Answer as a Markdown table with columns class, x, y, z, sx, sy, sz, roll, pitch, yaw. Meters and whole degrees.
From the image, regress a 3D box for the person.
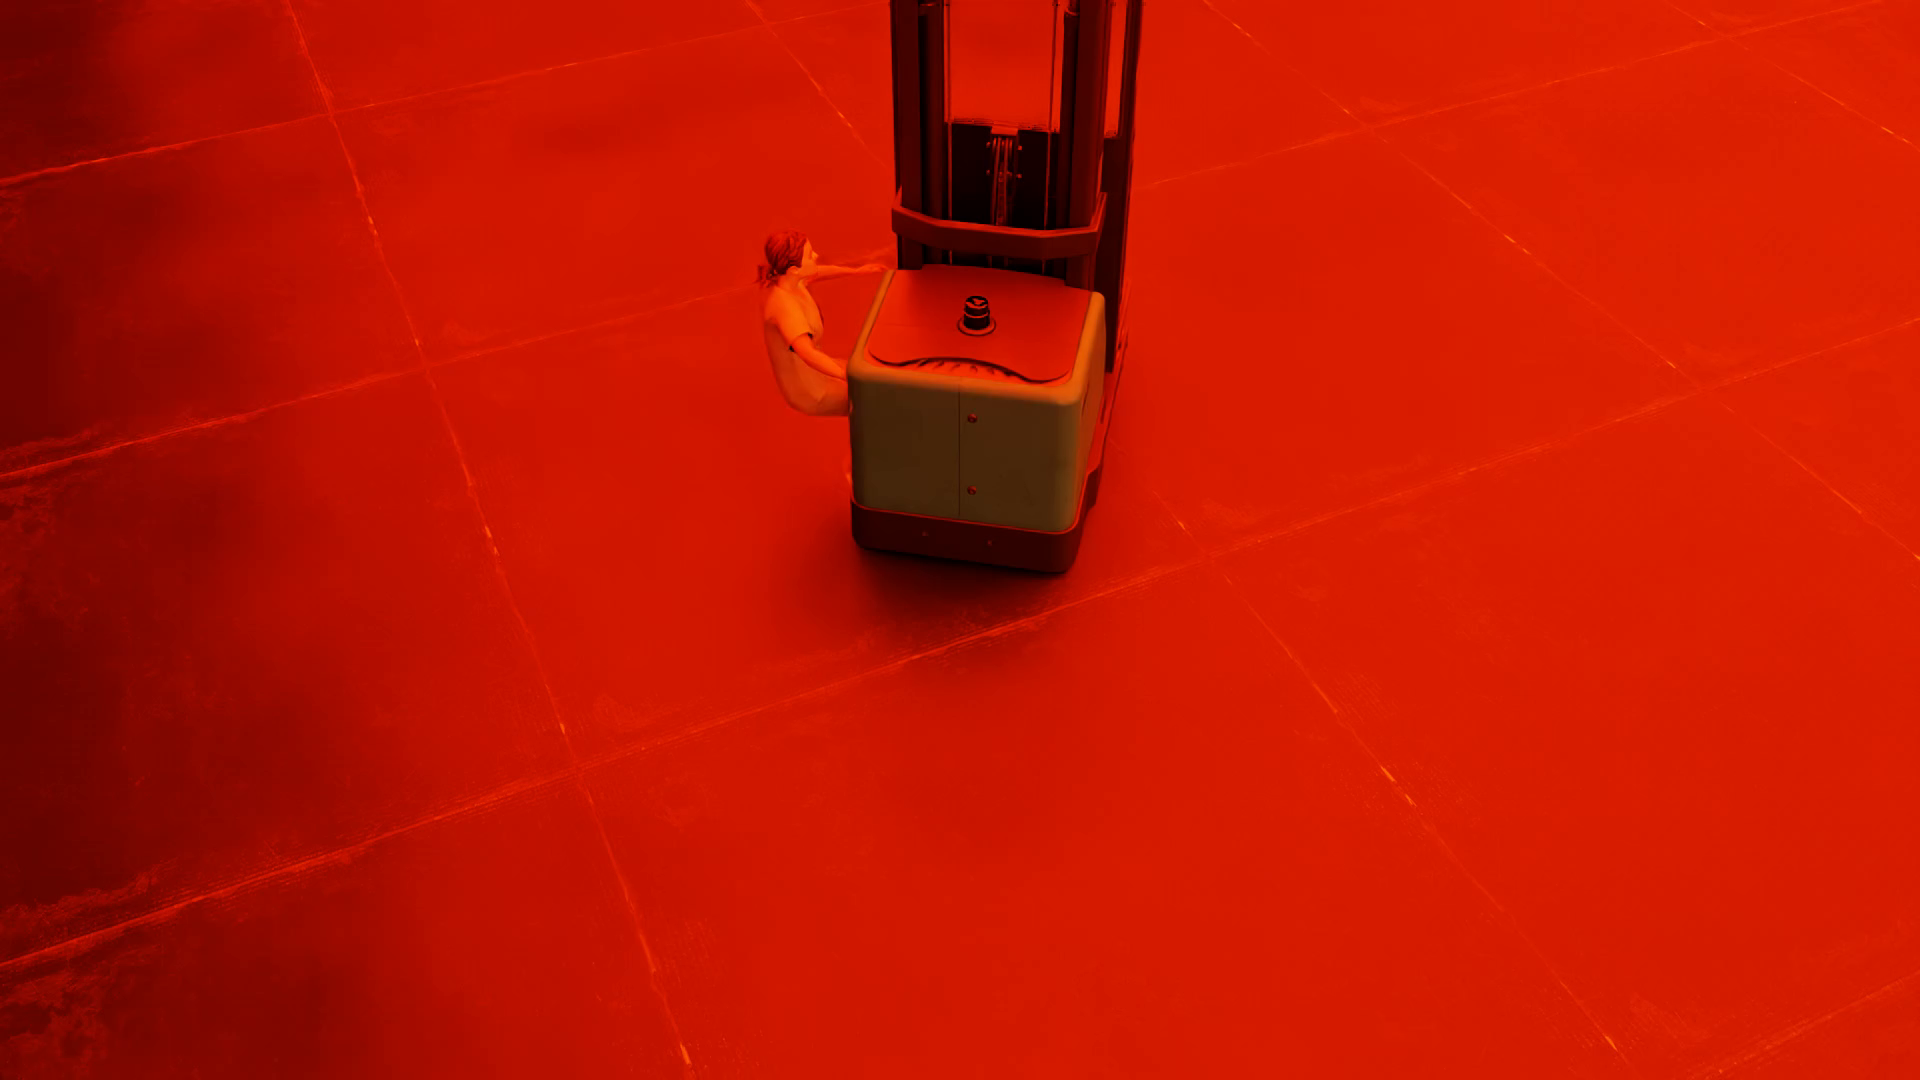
| class | x | y | z | sx | sy | sz | roll | pitch | yaw |
| --- | --- | --- | --- | --- | --- | --- | --- | --- | --- |
| person | -0.493 | -0.812 | 7.649 | 0.836 | 1.428 | 0.858 | -14 | 45 | -14 |

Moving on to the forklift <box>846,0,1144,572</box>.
| class | x | y | z | sx | sy | sz | roll | pitch | yaw |
| --- | --- | --- | --- | --- | --- | --- | --- | --- | --- |
| forklift | 0.287 | -1.941 | 7.760 | 1.130 | 2.935 | 3.031 | 8 | 44 | 8 |
